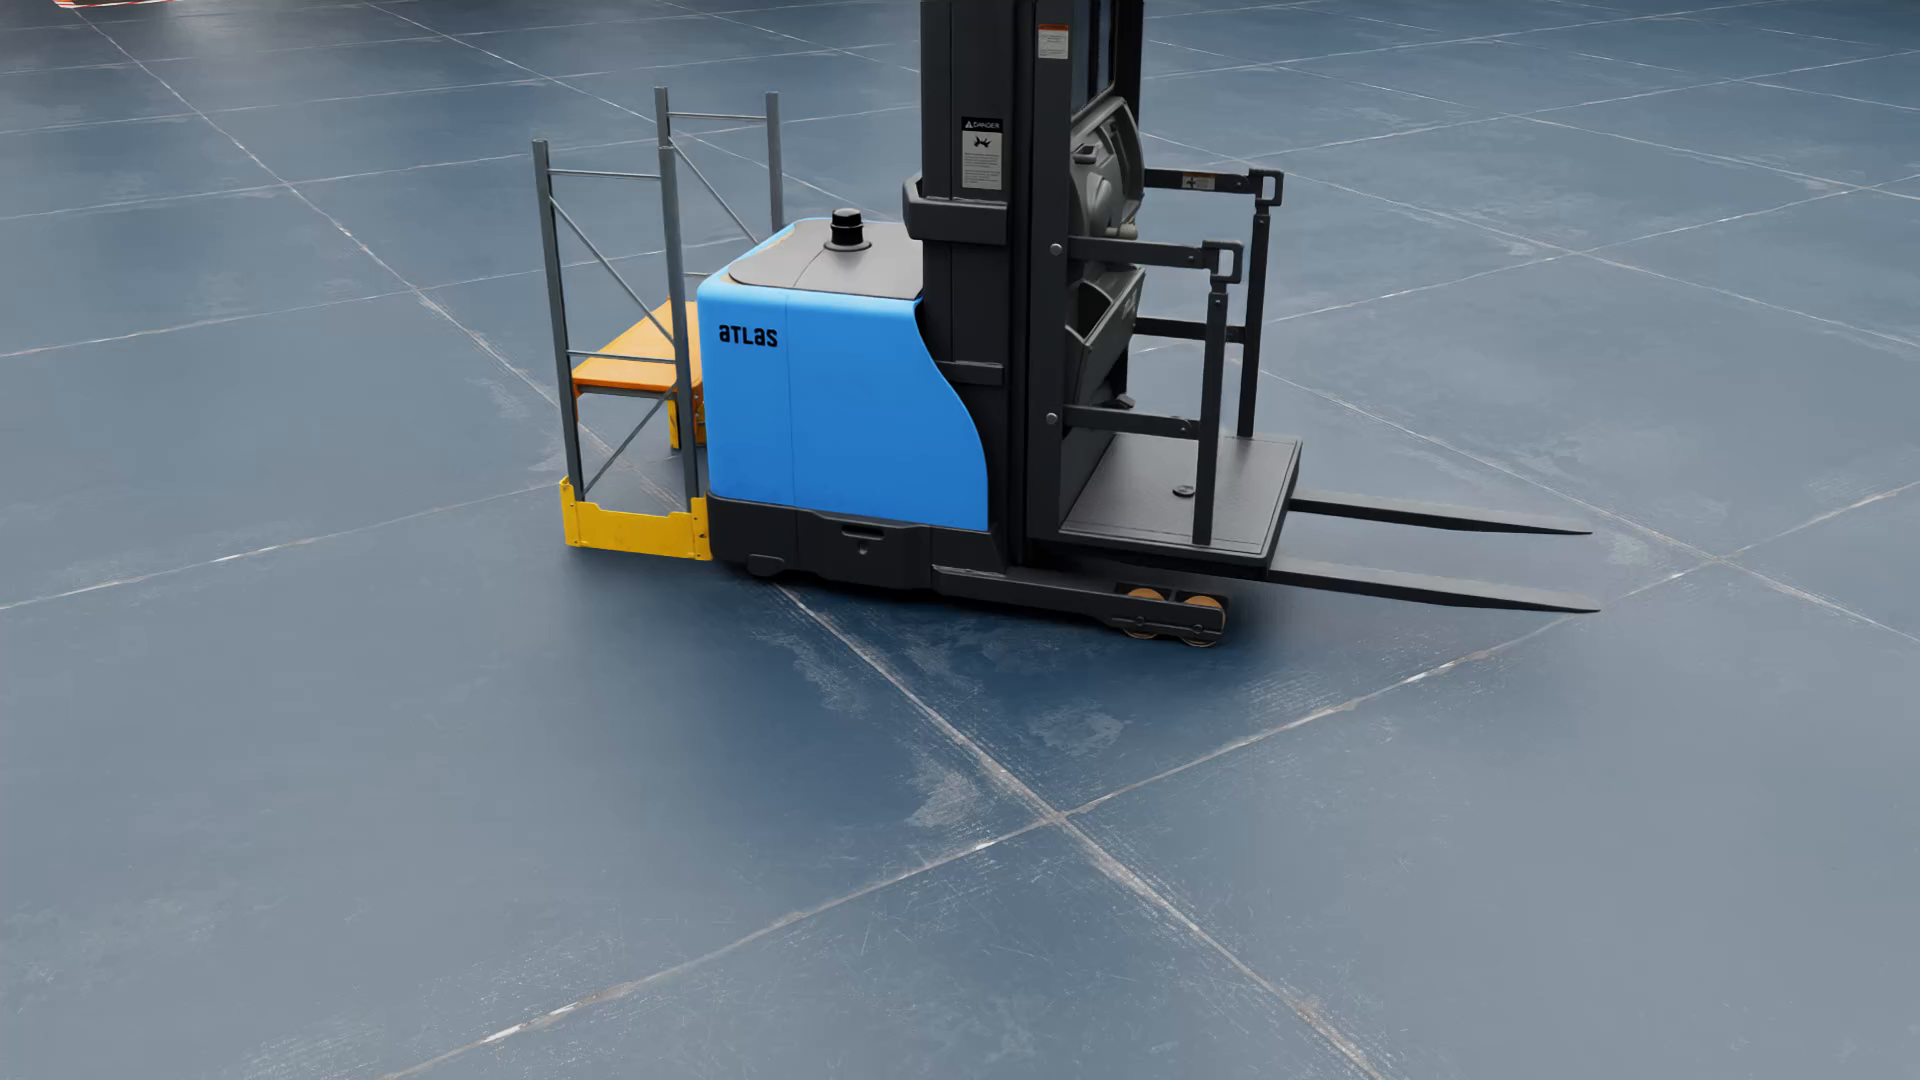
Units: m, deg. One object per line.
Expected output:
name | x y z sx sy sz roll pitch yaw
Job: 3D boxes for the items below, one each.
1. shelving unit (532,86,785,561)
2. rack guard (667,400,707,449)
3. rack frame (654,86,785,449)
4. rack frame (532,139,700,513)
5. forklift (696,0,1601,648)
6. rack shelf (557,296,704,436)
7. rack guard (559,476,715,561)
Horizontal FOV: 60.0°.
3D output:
shelving unit | -1.063 -0.853 6.299 0.587 1.500 1.083 6 26 13
rack guard | -0.943 -0.494 7.003 0.587 0.250 0.087 6 26 13
rack frame | -0.942 -1.060 6.737 0.500 1.500 0.032 6 26 13
rack frame | -1.188 -0.638 5.845 0.500 1.500 0.032 6 26 13
forklift | 0.673 -1.224 5.410 3.031 2.935 1.130 7 26 15
rack shelf | -1.065 -0.686 6.368 0.538 0.185 1.000 6 26 13
rack guard | -1.183 -0.081 6.129 0.587 0.250 0.087 6 26 13
